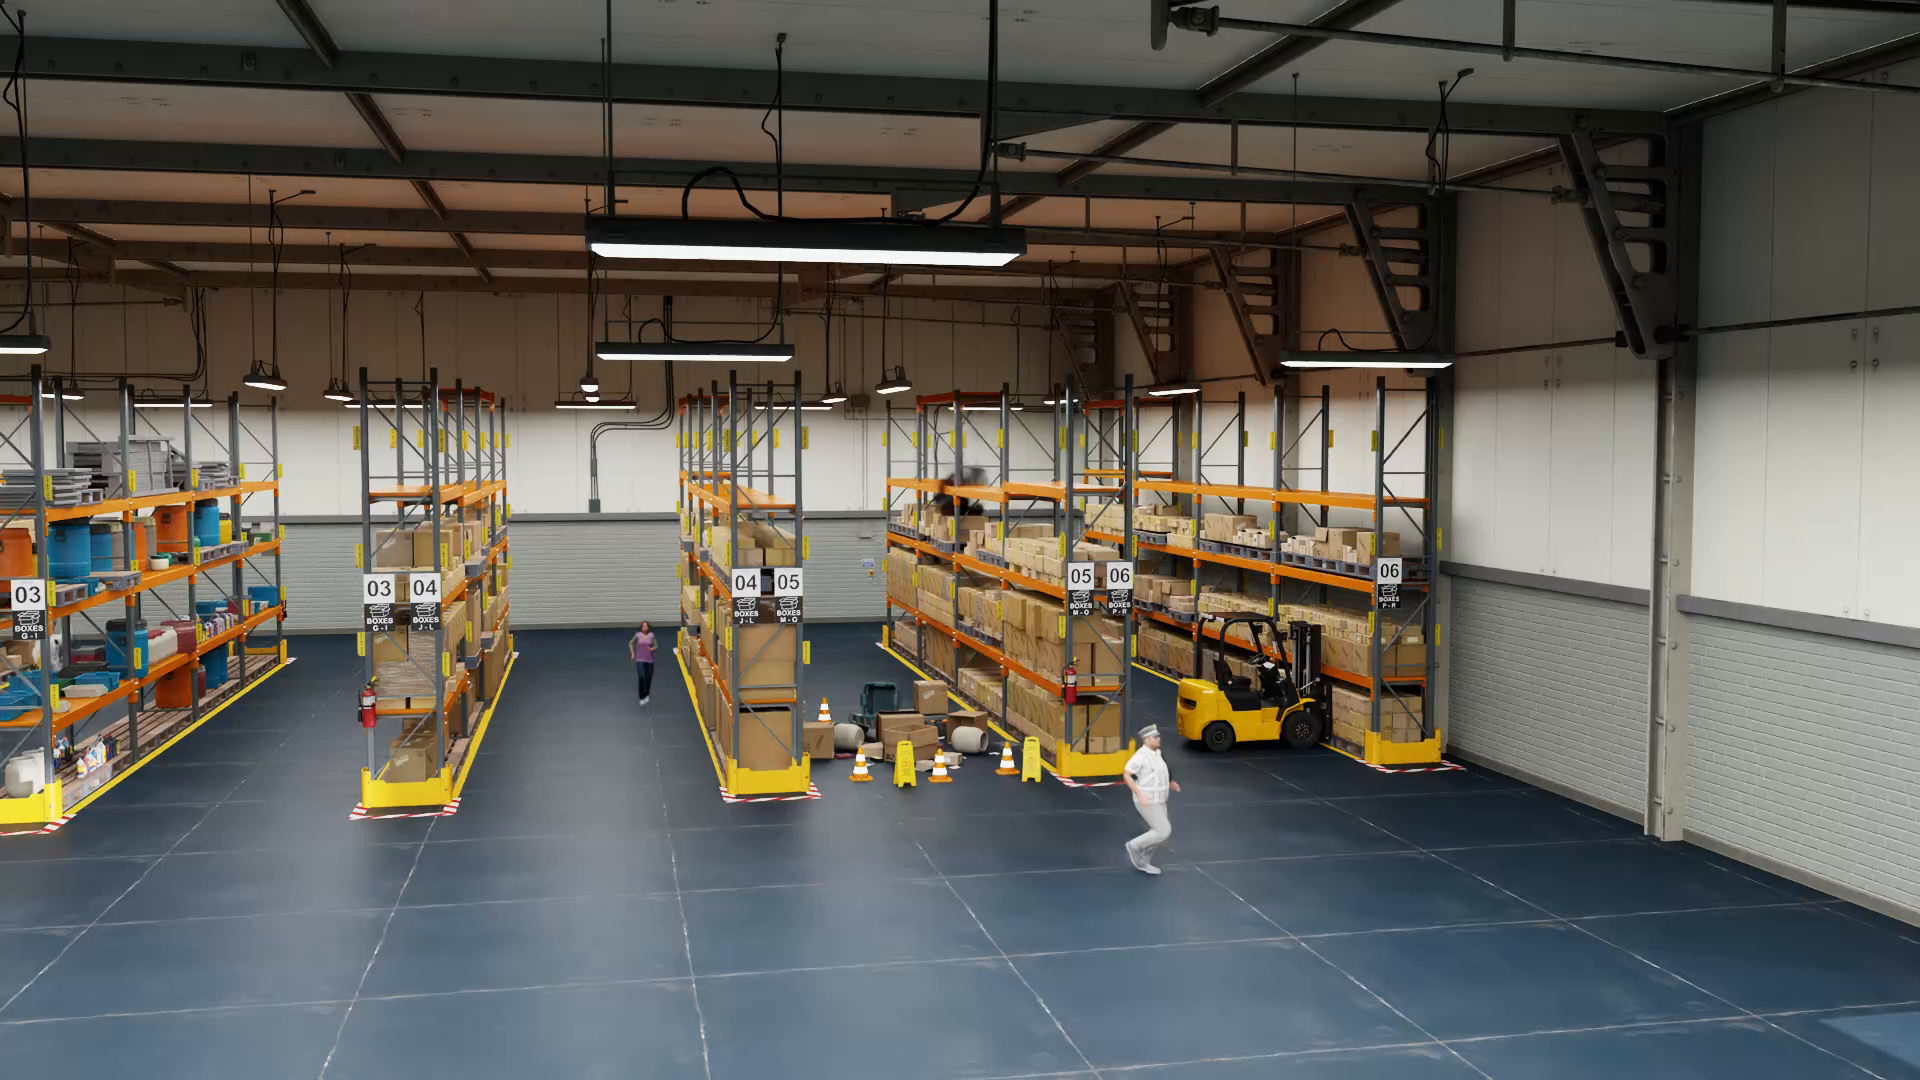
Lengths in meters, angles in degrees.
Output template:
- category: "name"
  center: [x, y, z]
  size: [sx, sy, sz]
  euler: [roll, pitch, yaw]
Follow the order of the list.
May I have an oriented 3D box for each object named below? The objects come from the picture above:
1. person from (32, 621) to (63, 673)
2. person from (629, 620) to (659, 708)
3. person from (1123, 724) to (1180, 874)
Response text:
- category: "person"
  center: [-17.014, 2.325, 31.138]
  size: [0.613, 1.665, 0.779]
  euler: [-1, 4, -23]
- category: "person"
  center: [-5.950, 2.334, 31.377]
  size: [0.503, 1.644, 0.710]
  euler: [-1, 4, -20]
- category: "person"
  center: [2.243, 2.993, 19.201]
  size: [0.590, 1.738, 0.657]
  euler: [2, 4, 29]
